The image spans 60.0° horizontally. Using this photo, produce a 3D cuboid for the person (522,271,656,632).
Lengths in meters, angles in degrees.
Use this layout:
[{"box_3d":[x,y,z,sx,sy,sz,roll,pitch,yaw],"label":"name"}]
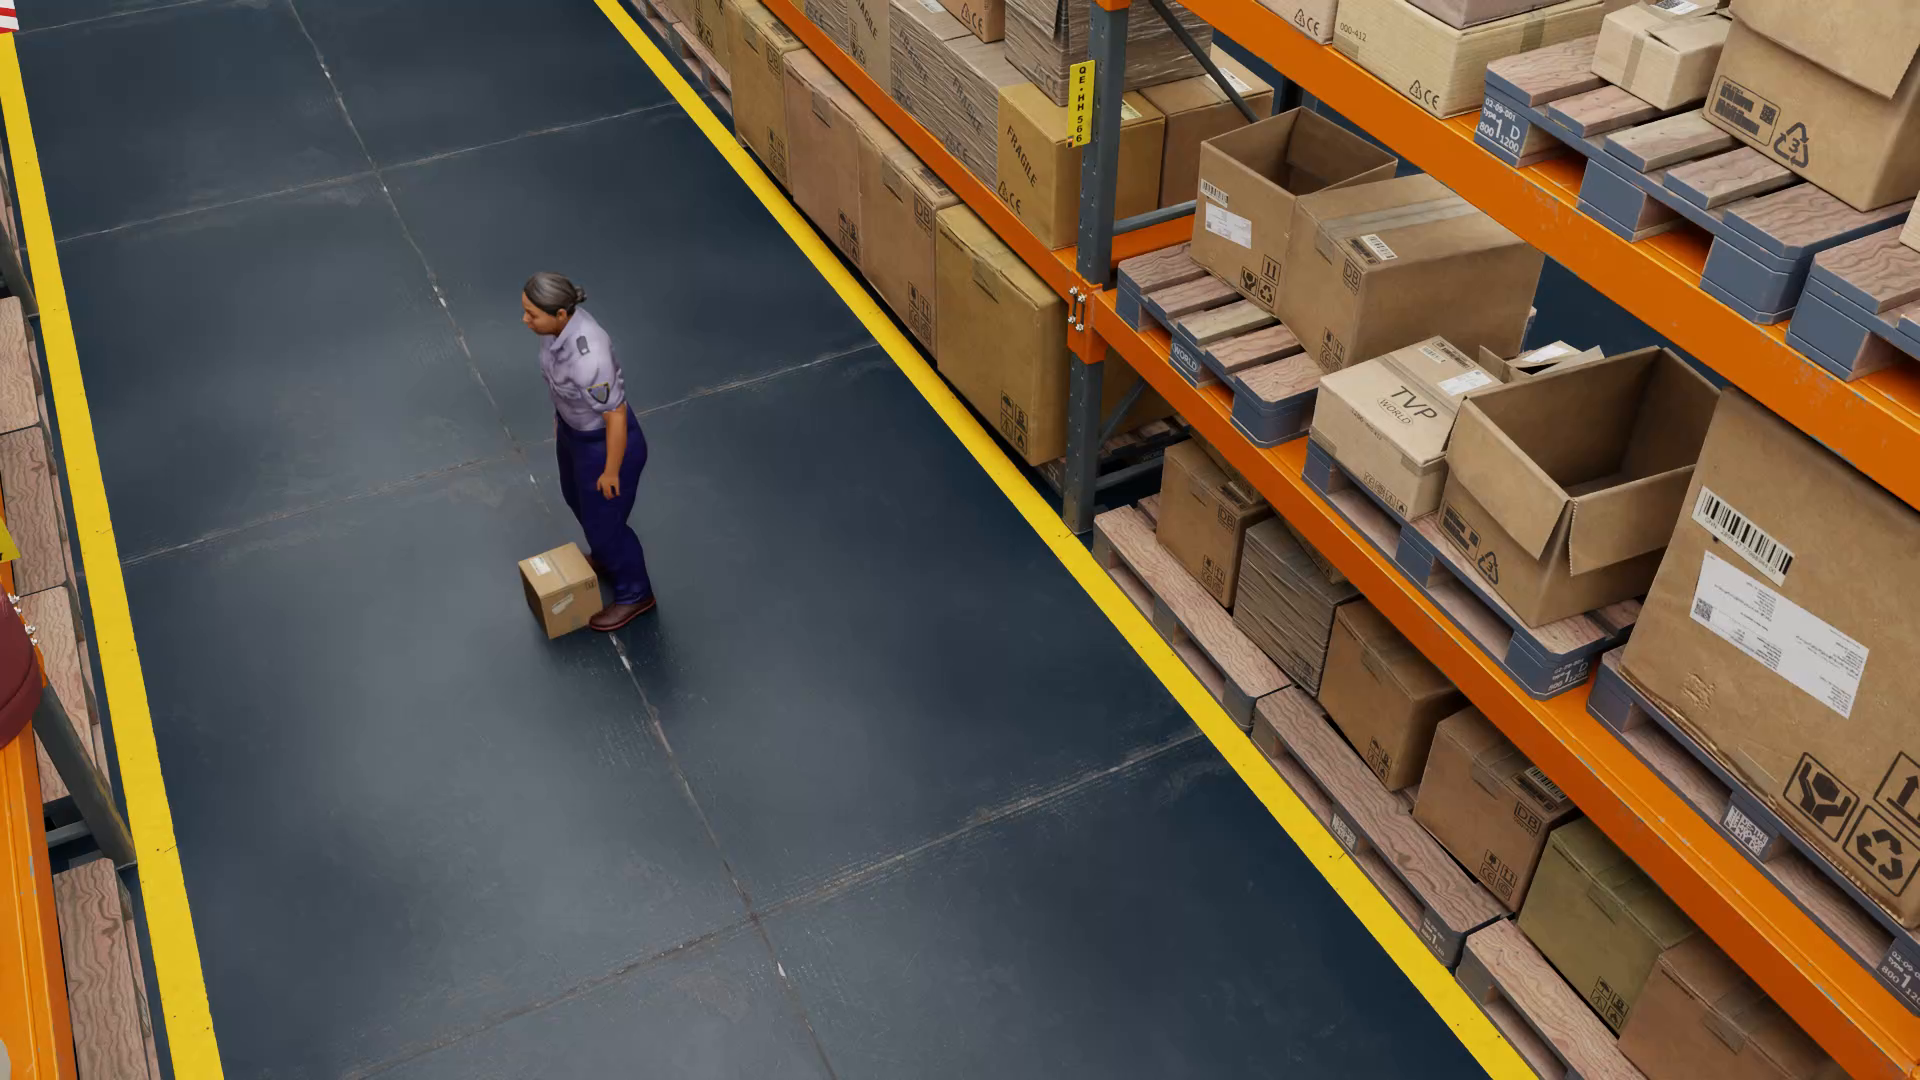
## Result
[{"box_3d":[-1.464,-0.389,6.605,0.375,1.650,0.548,-21,46,-22],"label":"person"}]
